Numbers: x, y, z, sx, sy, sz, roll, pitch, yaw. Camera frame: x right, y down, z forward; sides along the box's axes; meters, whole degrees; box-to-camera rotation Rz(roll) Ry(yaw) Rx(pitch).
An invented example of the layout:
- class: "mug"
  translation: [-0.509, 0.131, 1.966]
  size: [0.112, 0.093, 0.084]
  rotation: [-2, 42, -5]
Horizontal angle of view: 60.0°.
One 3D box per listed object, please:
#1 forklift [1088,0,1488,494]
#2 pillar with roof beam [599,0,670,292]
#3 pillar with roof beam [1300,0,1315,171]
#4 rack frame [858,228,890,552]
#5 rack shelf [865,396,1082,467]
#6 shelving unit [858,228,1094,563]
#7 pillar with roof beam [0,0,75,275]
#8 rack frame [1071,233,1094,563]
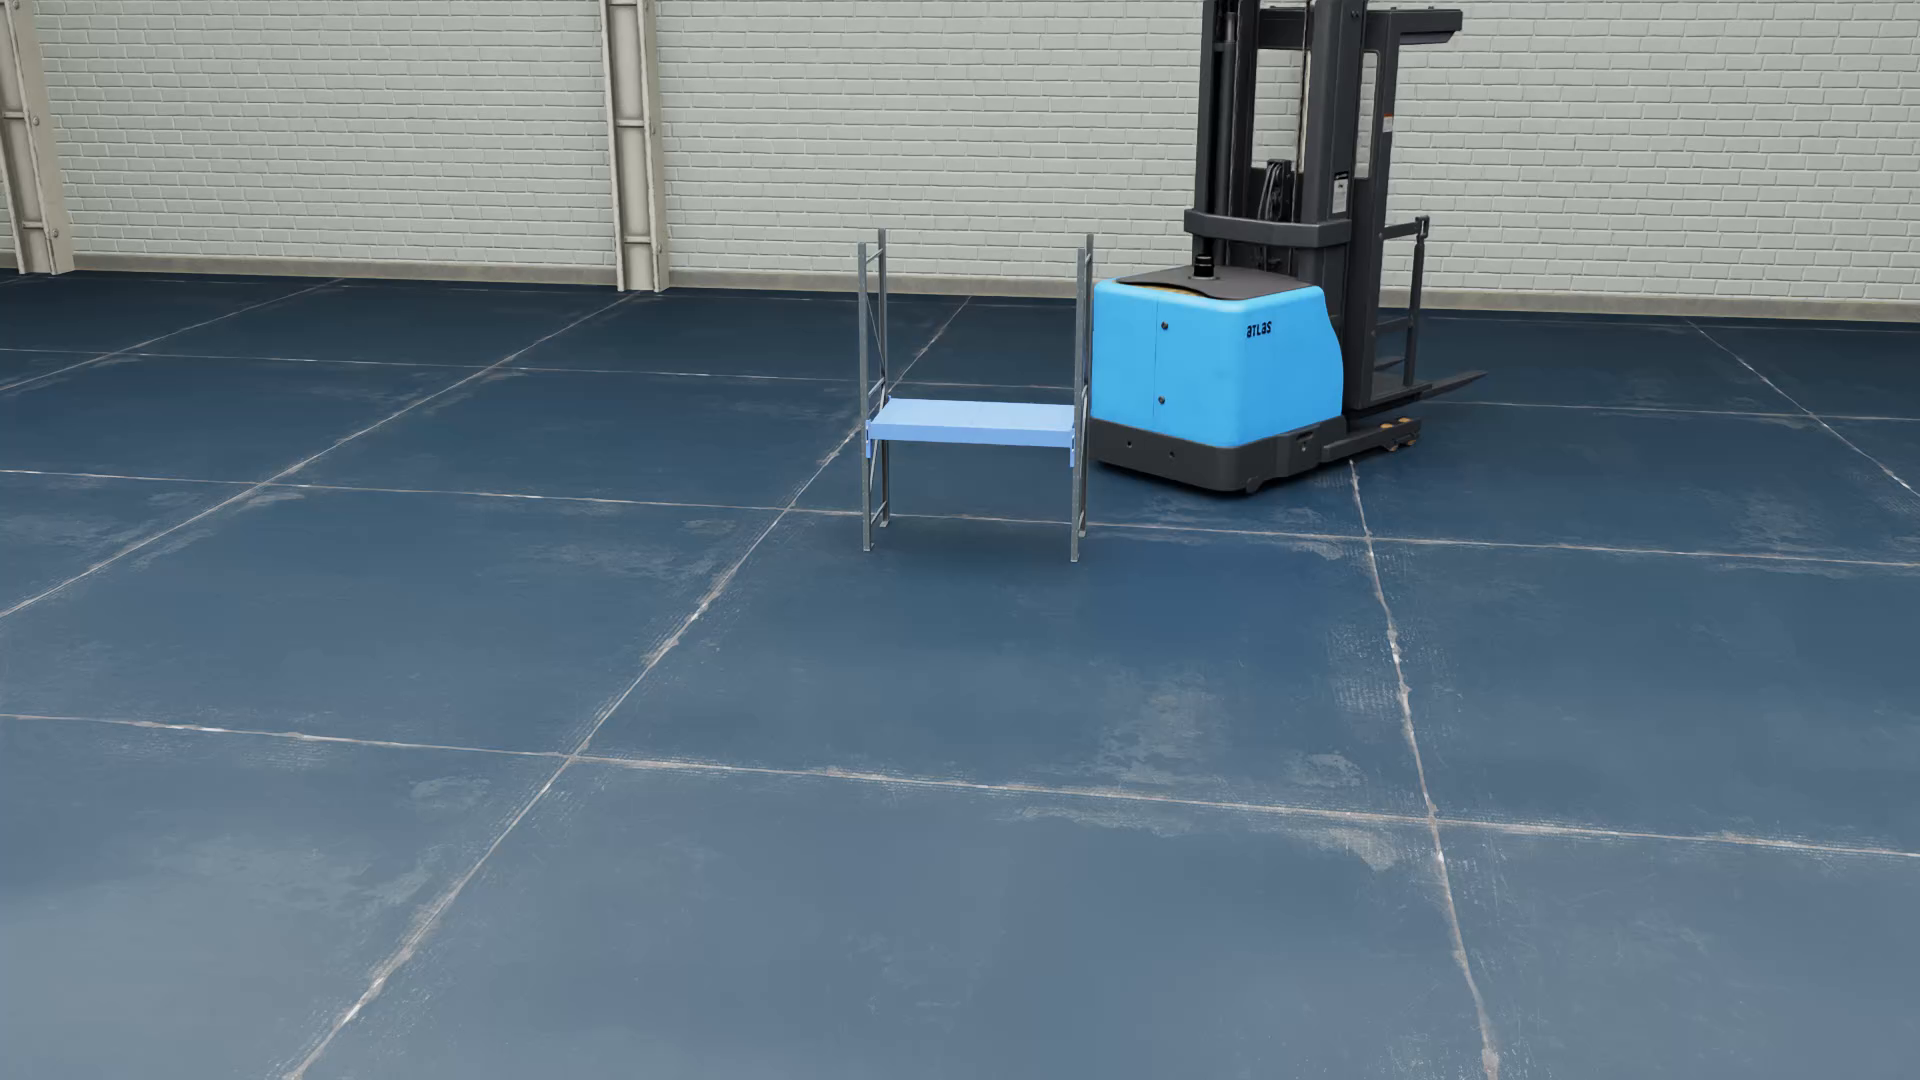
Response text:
- class: "forklift"
  translation: [2.135, -2.019, 9.719]
  size: [3.031, 2.935, 1.130]
  rotation: [-17, 25, -41]
- class: "pillar with roof beam"
  translation: [-3.560, -5.210, 9.692]
  size: [0.400, 9.000, 9.100]
  rotation: [3, 19, 9]
- class: "pillar with roof beam"
  translation: [2.364, -4.908, 8.789]
  size: [0.400, 9.000, 9.100]
  rotation: [3, 19, 9]
- class: "rack frame"
  translation: [-0.418, -0.733, 8.129]
  size: [0.032, 1.500, 0.500]
  rotation: [3, 19, 9]
- class: "rack shelf"
  translation: [0.084, -0.536, 8.109]
  size: [1.000, 0.185, 0.538]
  rotation: [3, 19, 9]
- class: "shelving unit"
  translation: [0.084, -0.707, 8.052]
  size: [1.048, 1.500, 0.538]
  rotation: [3, 19, 9]
- class: "pillar with roof beam"
  translation: [-9.484, -5.512, 10.594]
  size: [0.400, 9.000, 9.100]
  rotation: [3, 19, 9]
- class: "rack frame"
  translation: [0.586, -0.681, 7.976]
  size: [0.032, 1.500, 0.500]
  rotation: [3, 19, 9]
